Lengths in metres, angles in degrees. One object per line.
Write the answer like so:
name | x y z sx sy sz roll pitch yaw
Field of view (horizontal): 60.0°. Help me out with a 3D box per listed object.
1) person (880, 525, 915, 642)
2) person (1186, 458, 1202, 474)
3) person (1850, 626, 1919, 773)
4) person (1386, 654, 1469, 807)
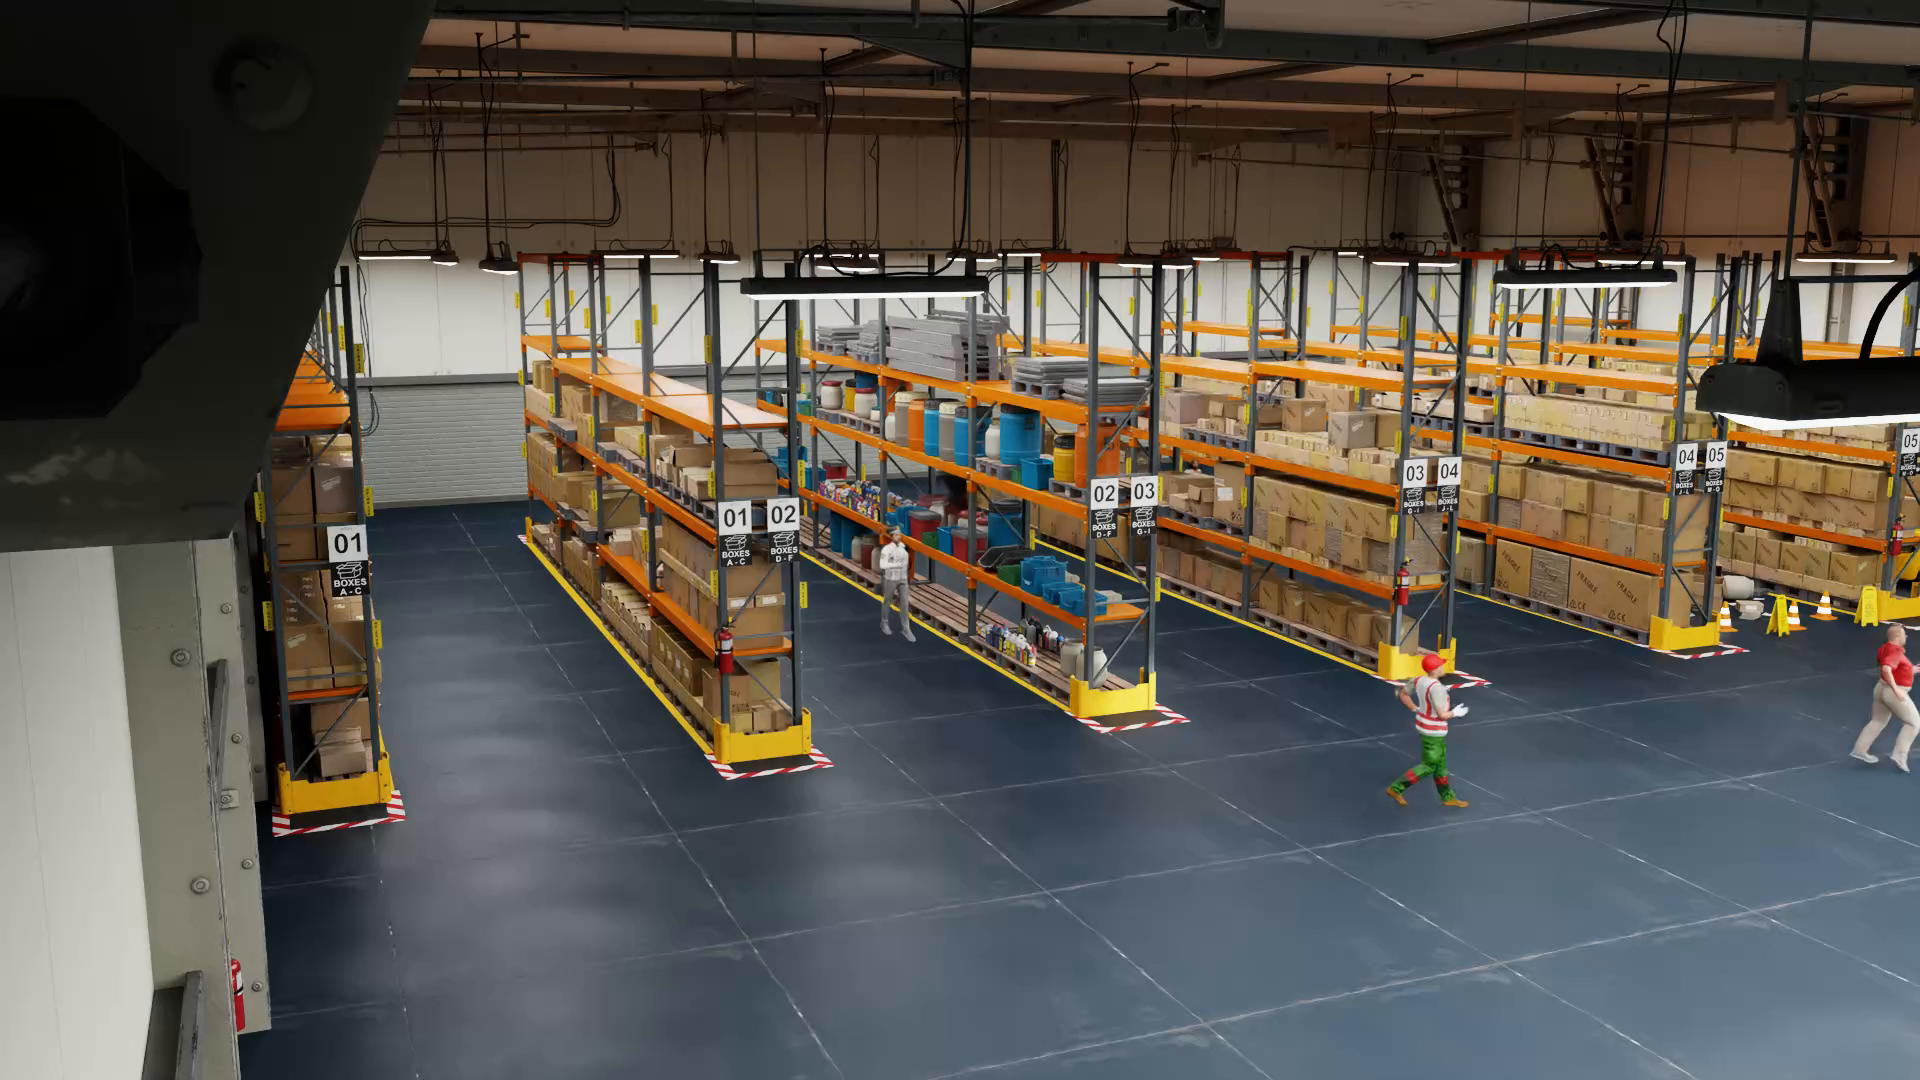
person | -0.954 0.631 25.157 0.606 1.739 0.756 -7 12 -34
person | 5.097 -0.994 36.169 0.555 1.584 0.815 -4 11 -19
person | 11.149 1.909 19.896 0.768 1.798 0.631 0 10 -1
person | 5.191 2.122 18.328 0.988 1.783 0.654 -1 10 -6
